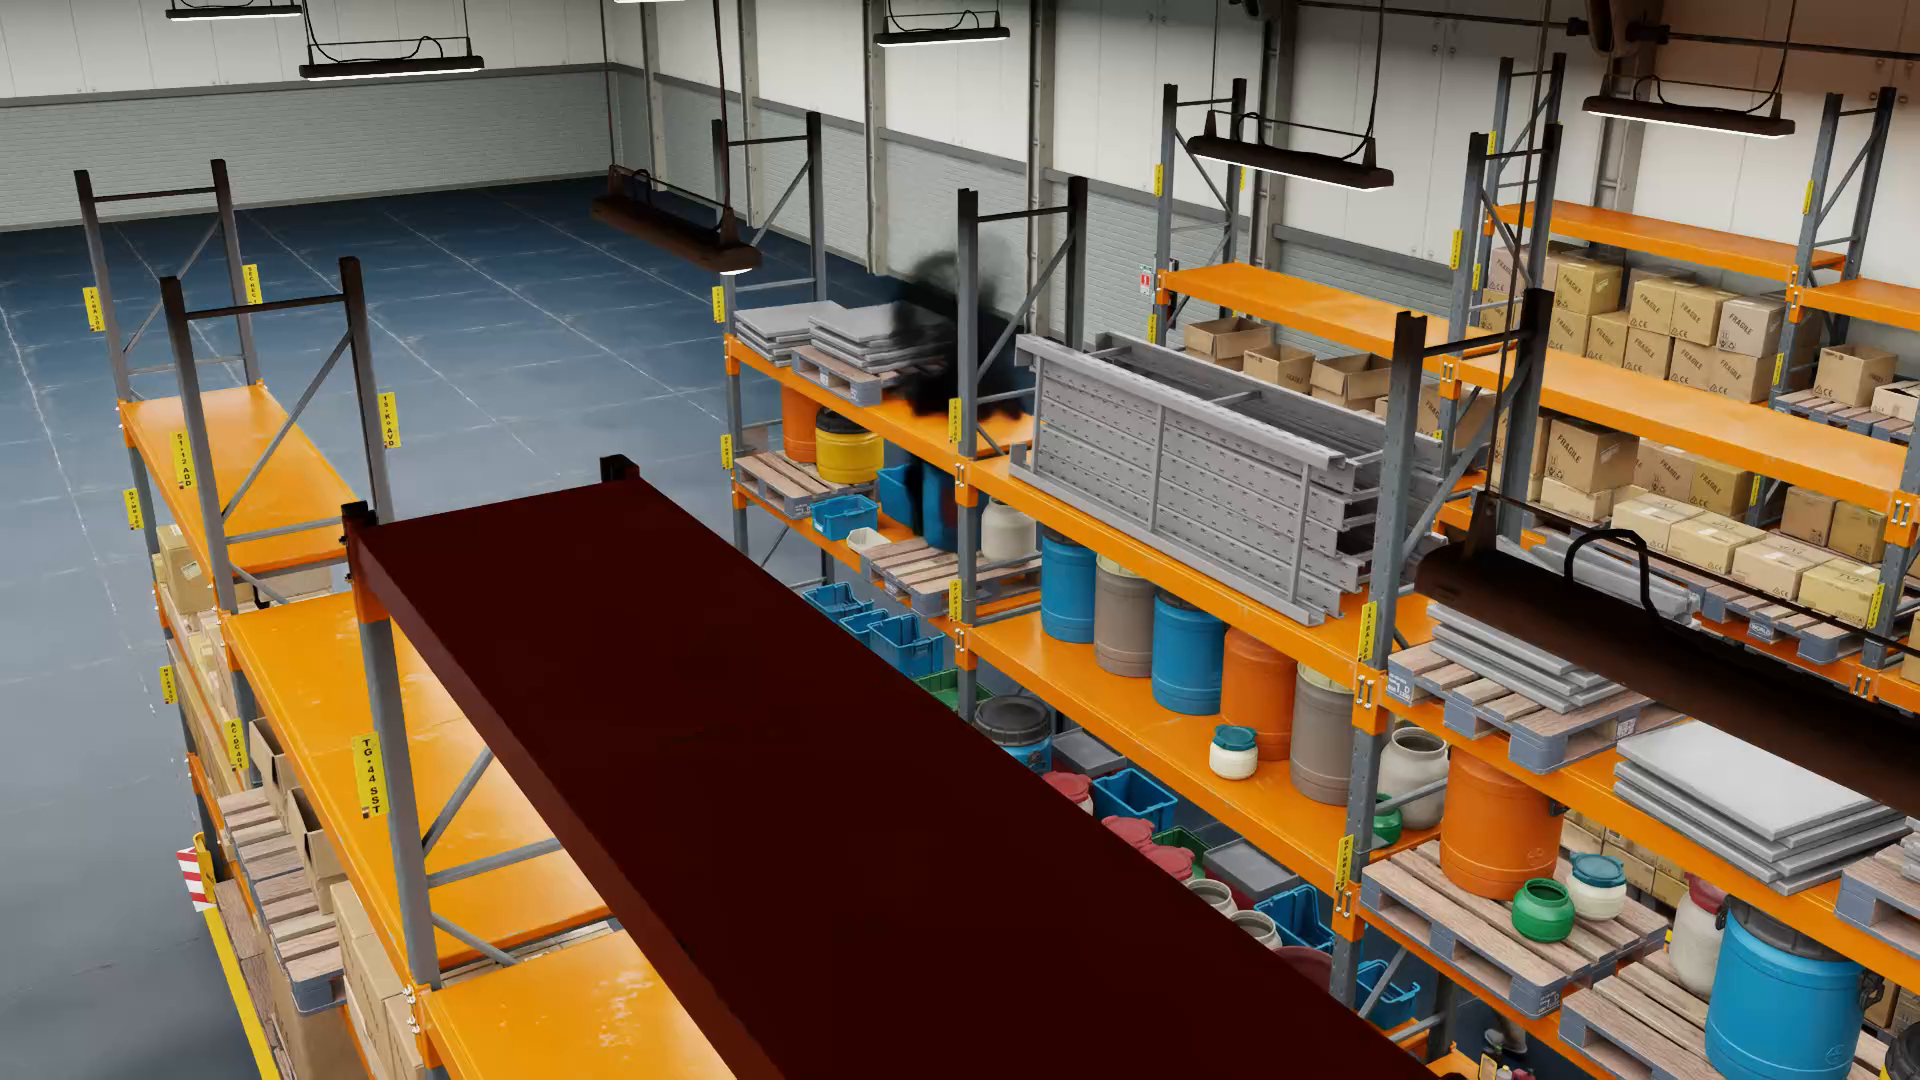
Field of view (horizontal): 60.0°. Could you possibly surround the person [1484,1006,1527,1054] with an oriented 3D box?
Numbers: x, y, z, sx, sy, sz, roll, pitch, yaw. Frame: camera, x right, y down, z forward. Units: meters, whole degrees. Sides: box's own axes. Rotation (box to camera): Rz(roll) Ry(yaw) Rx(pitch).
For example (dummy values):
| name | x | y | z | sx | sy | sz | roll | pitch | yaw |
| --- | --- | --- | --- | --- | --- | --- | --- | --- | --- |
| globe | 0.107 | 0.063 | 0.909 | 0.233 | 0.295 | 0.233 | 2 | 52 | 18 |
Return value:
| name | x | y | z | sx | sy | sz | roll | pitch | yaw |
| --- | --- | --- | --- | --- | --- | --- | --- | --- | --- |
| person | 3.892 | 2.861 | 11.970 | 0.666 | 1.706 | 0.642 | 20 | 29 | 41 |
